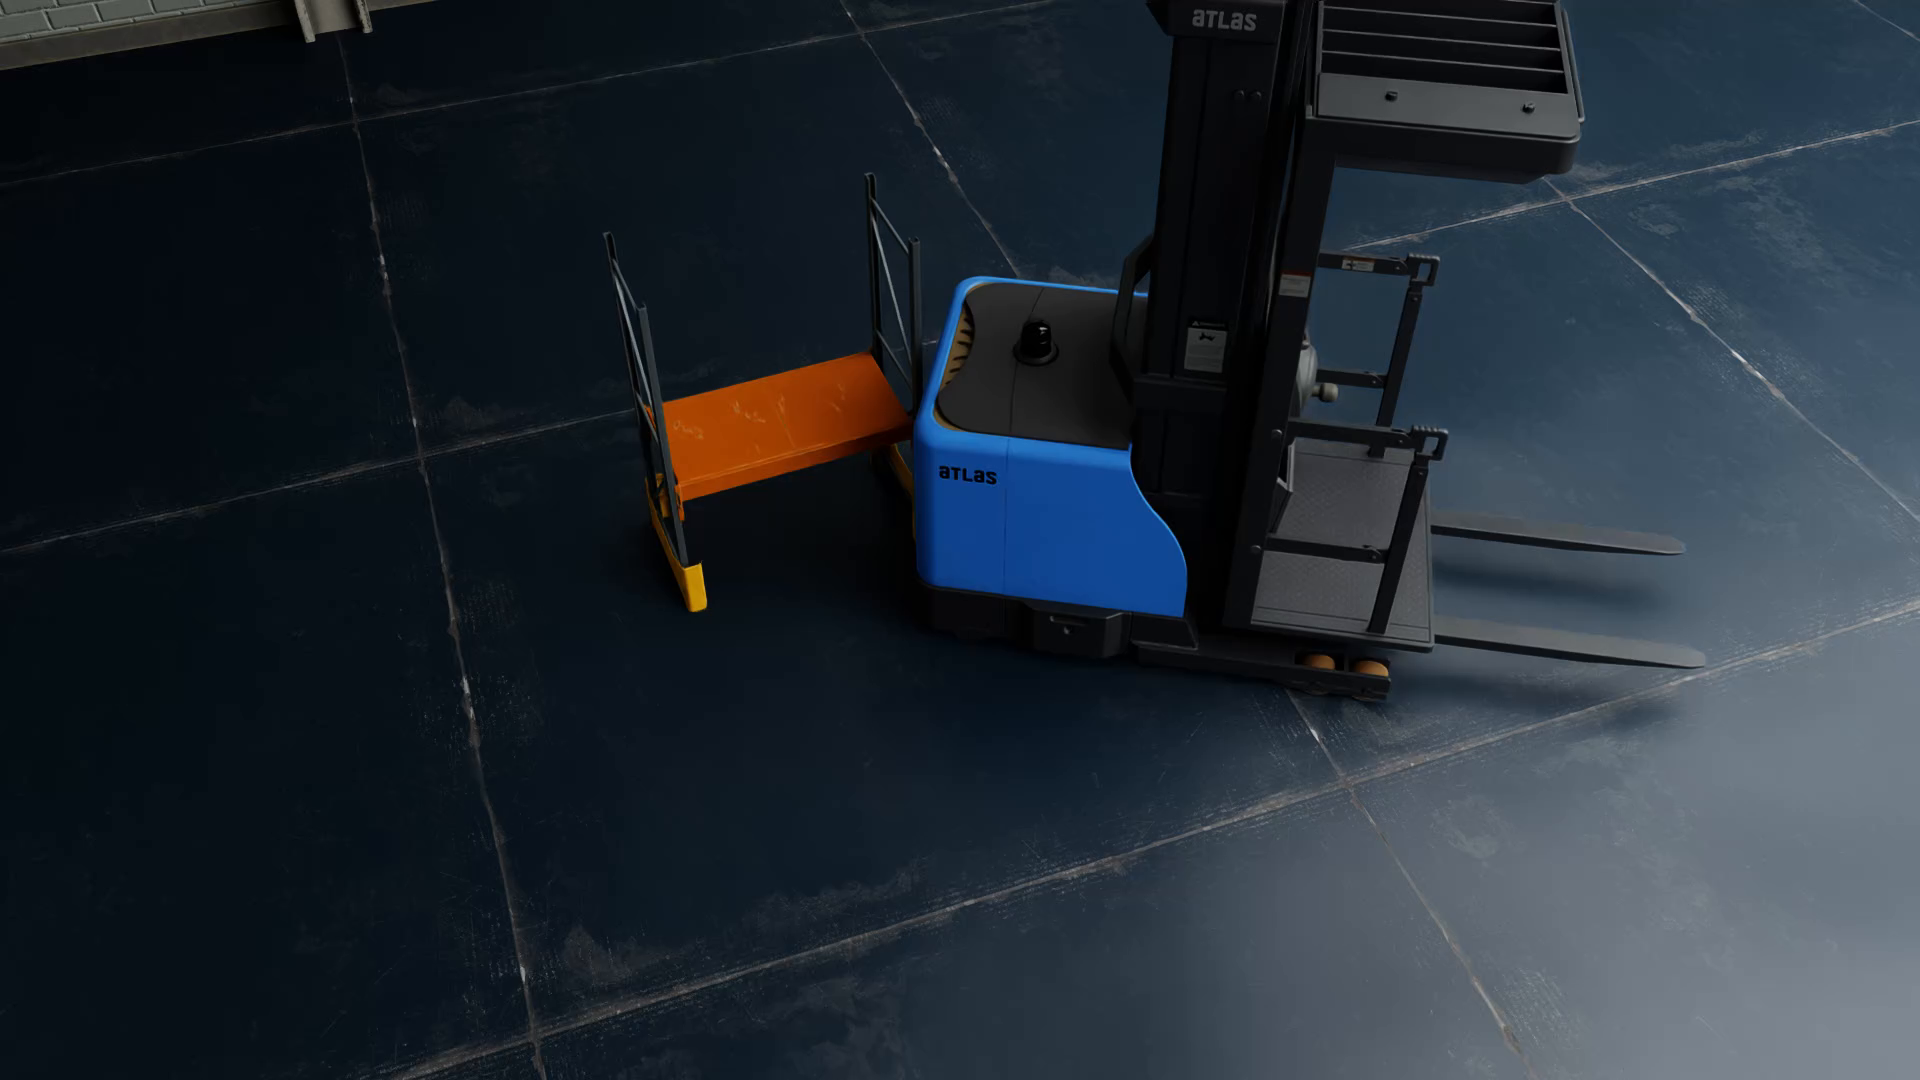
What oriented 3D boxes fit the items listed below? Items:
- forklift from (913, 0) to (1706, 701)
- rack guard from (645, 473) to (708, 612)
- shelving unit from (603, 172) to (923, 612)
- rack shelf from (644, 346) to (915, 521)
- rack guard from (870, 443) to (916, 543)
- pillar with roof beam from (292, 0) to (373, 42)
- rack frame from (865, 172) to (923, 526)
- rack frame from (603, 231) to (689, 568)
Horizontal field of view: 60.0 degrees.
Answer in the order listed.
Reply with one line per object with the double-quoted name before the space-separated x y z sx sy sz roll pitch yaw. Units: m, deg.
"forklift" 1.382 -0.820 5.807 3.031 2.935 1.130 7 46 7
"rack guard" -1.175 0.006 6.876 0.087 0.250 0.587 -16 47 -16
"shelving unit" -0.715 -0.570 6.569 1.083 1.500 0.587 -16 47 -16
"rack shelf" -0.723 -0.441 6.694 1.000 0.185 0.538 -16 47 -16
"rack guard" -0.255 -0.265 7.147 0.087 0.250 0.587 -16 47 -16
"pillar with roof beam" -2.364 -3.467 4.162 0.400 9.000 9.100 -14 47 -14
"rack frame" -0.254 -0.706 6.704 0.032 1.500 0.500 -16 47 -16
"rack frame" -1.193 -0.430 6.428 0.032 1.500 0.500 -16 47 -16
